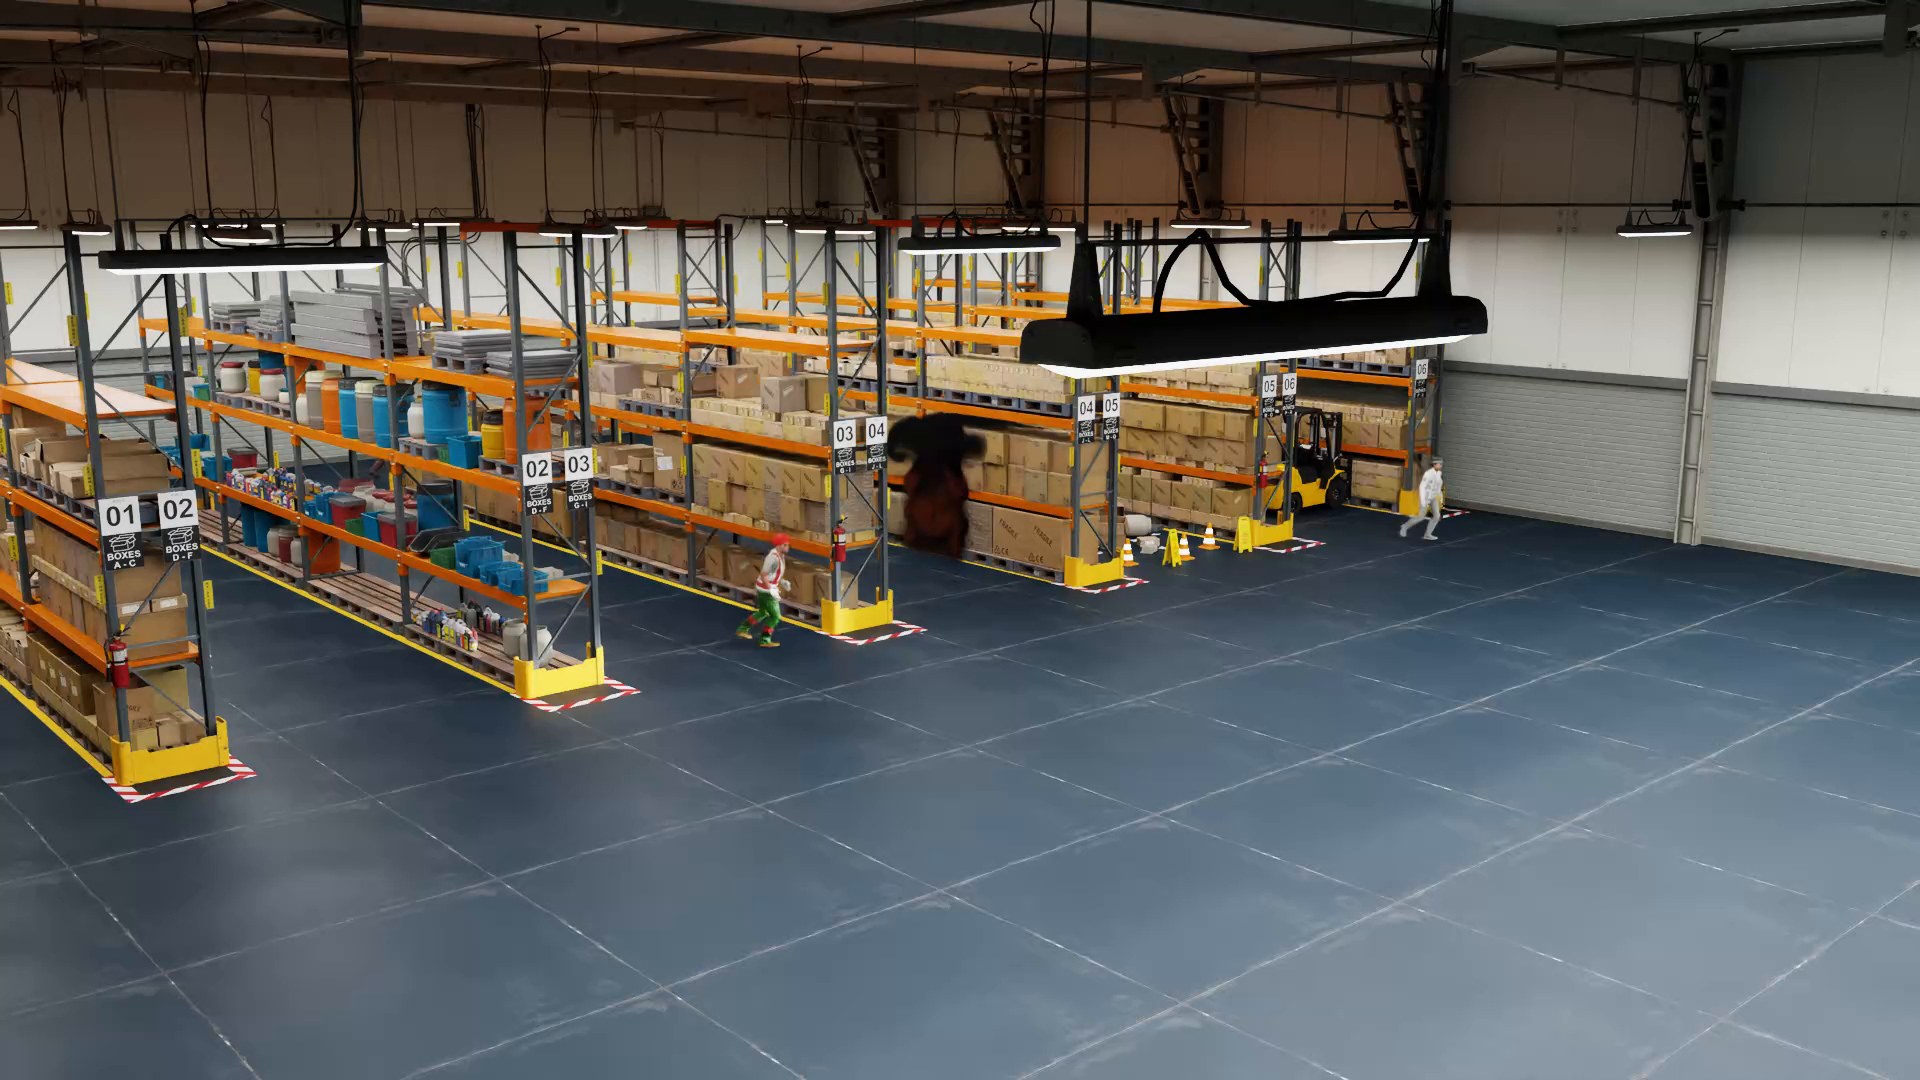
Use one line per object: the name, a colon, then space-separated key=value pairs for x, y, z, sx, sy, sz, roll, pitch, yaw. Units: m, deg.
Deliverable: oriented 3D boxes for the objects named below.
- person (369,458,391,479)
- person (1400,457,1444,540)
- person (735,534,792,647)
person: x=-13.274 y=-2.188 z=38.299 sx=0.928 sy=1.697 sz=0.667 roll=3 pitch=12 yaw=13
person: x=8.867 y=-0.813 z=31.804 sx=0.709 sy=1.607 sz=0.656 roll=-9 pitch=14 yaw=-36
person: x=-2.841 y=0.728 z=24.014 sx=0.876 sy=1.687 sz=0.618 roll=0 pitch=11 yaw=0
